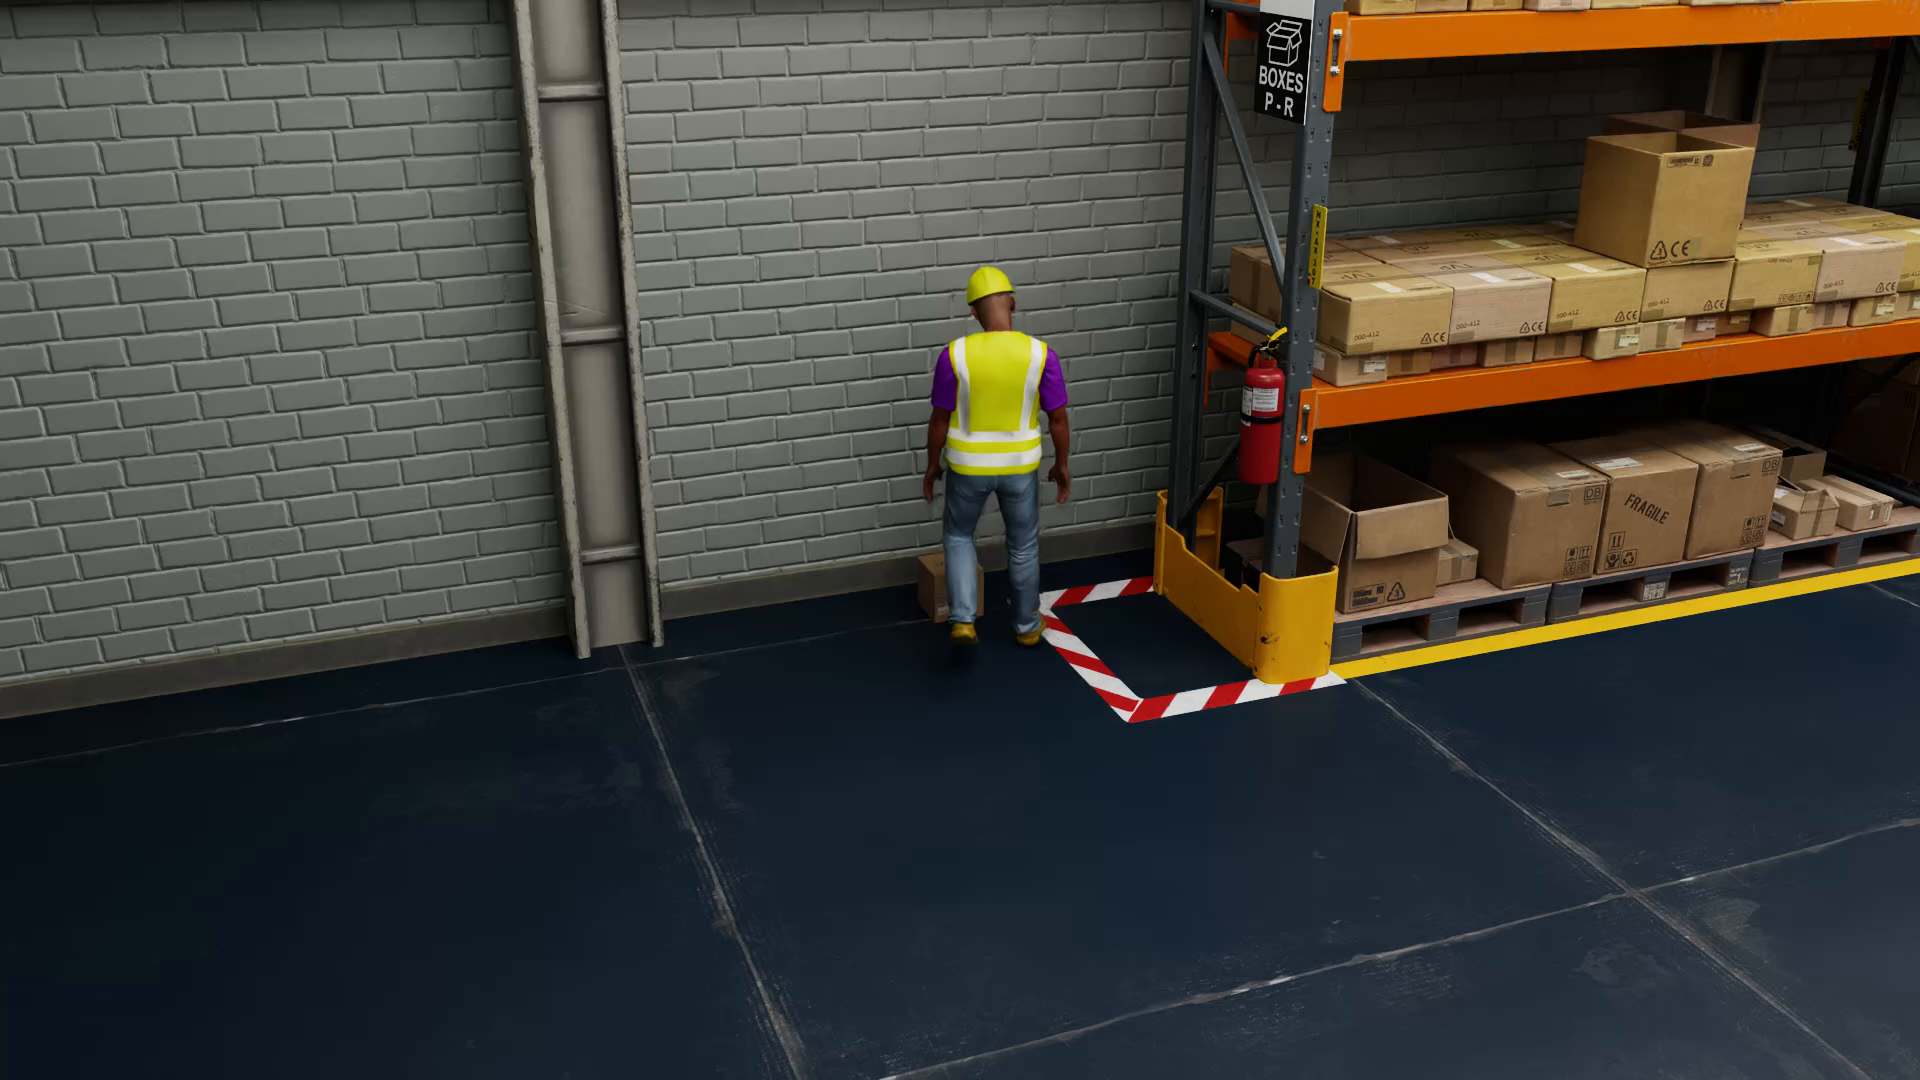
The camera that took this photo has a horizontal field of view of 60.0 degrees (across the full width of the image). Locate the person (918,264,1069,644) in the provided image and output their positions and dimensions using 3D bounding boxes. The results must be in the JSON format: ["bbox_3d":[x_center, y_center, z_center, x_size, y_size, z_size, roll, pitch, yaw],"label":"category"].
[{"bbox_3d":[0.145,-0.340,7.340,0.675,1.760,0.521,-2,22,-4],"label":"person"}]
